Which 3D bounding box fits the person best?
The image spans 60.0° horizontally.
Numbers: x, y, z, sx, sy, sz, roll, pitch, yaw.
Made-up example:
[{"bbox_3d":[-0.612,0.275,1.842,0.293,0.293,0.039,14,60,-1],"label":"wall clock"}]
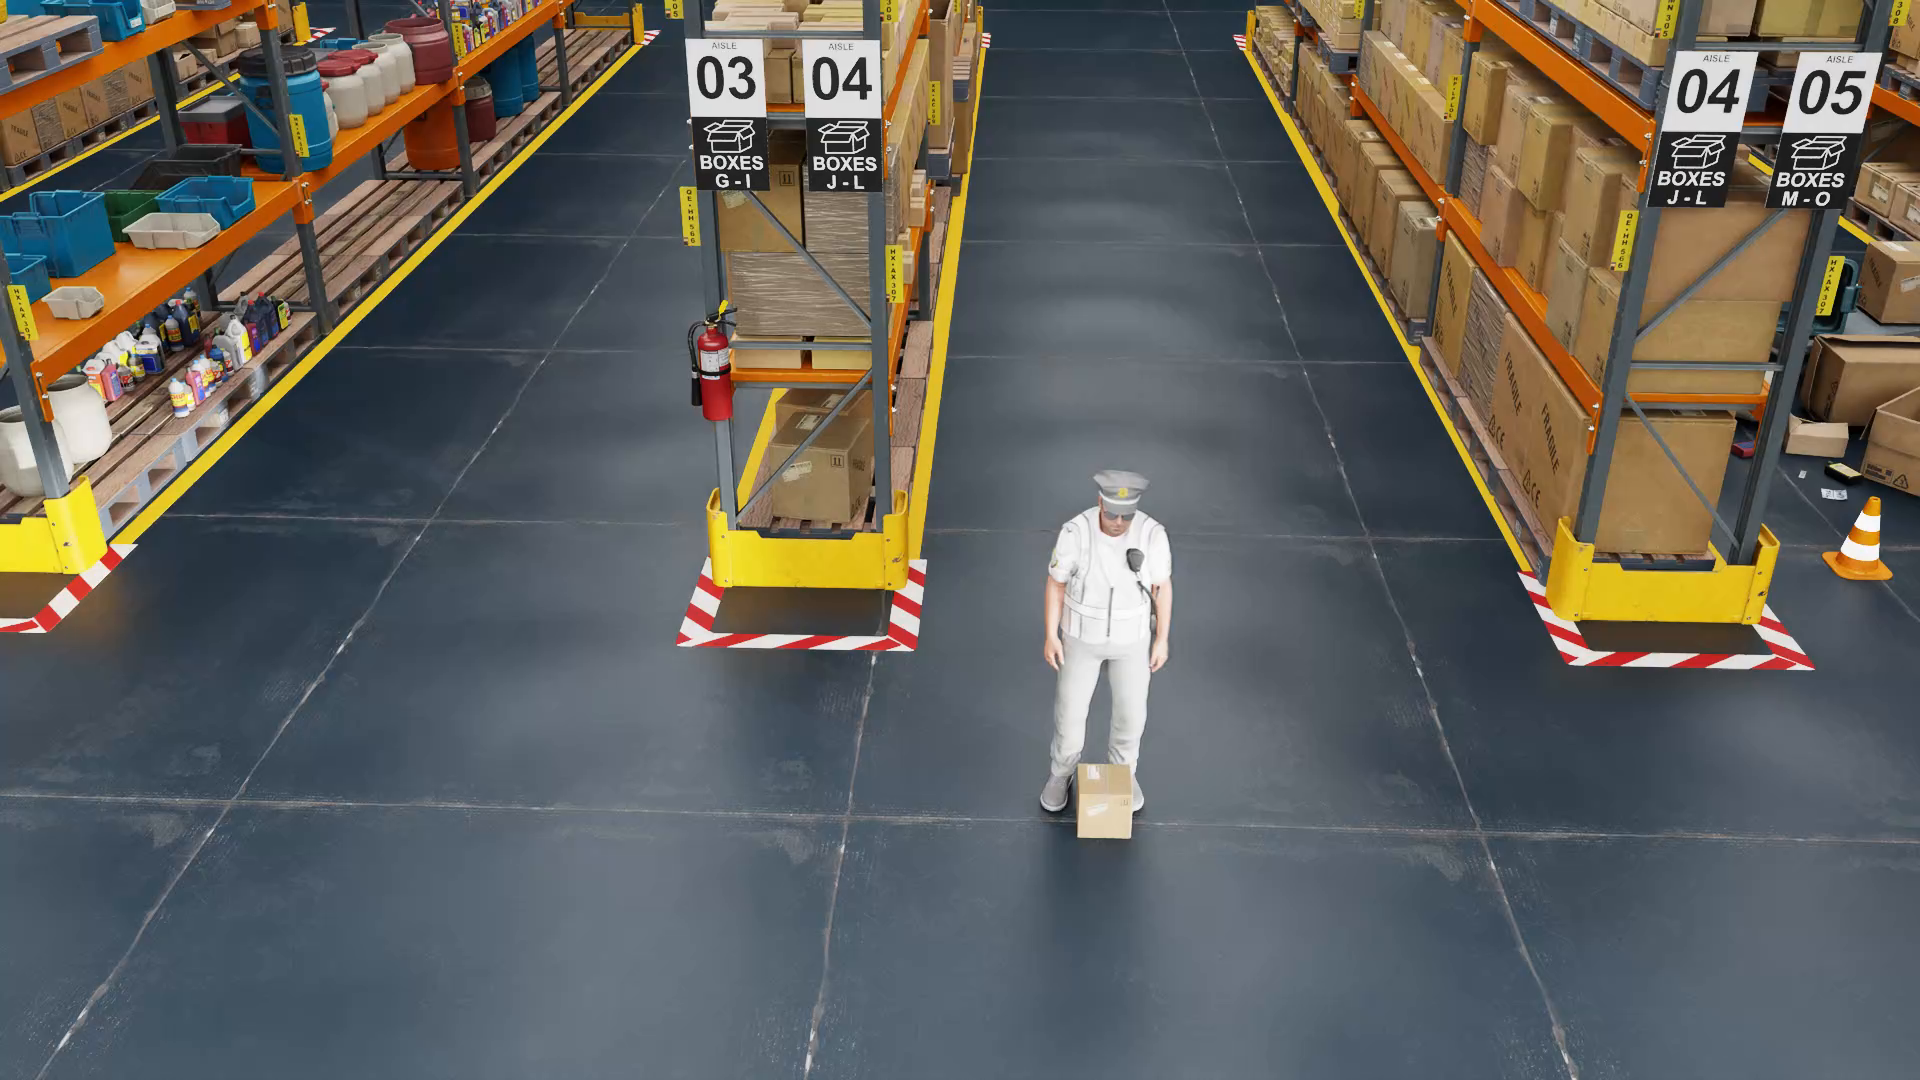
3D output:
[{"bbox_3d":[0.685,0.446,7.769,0.586,1.745,0.433,1,28,2],"label":"person"}]
